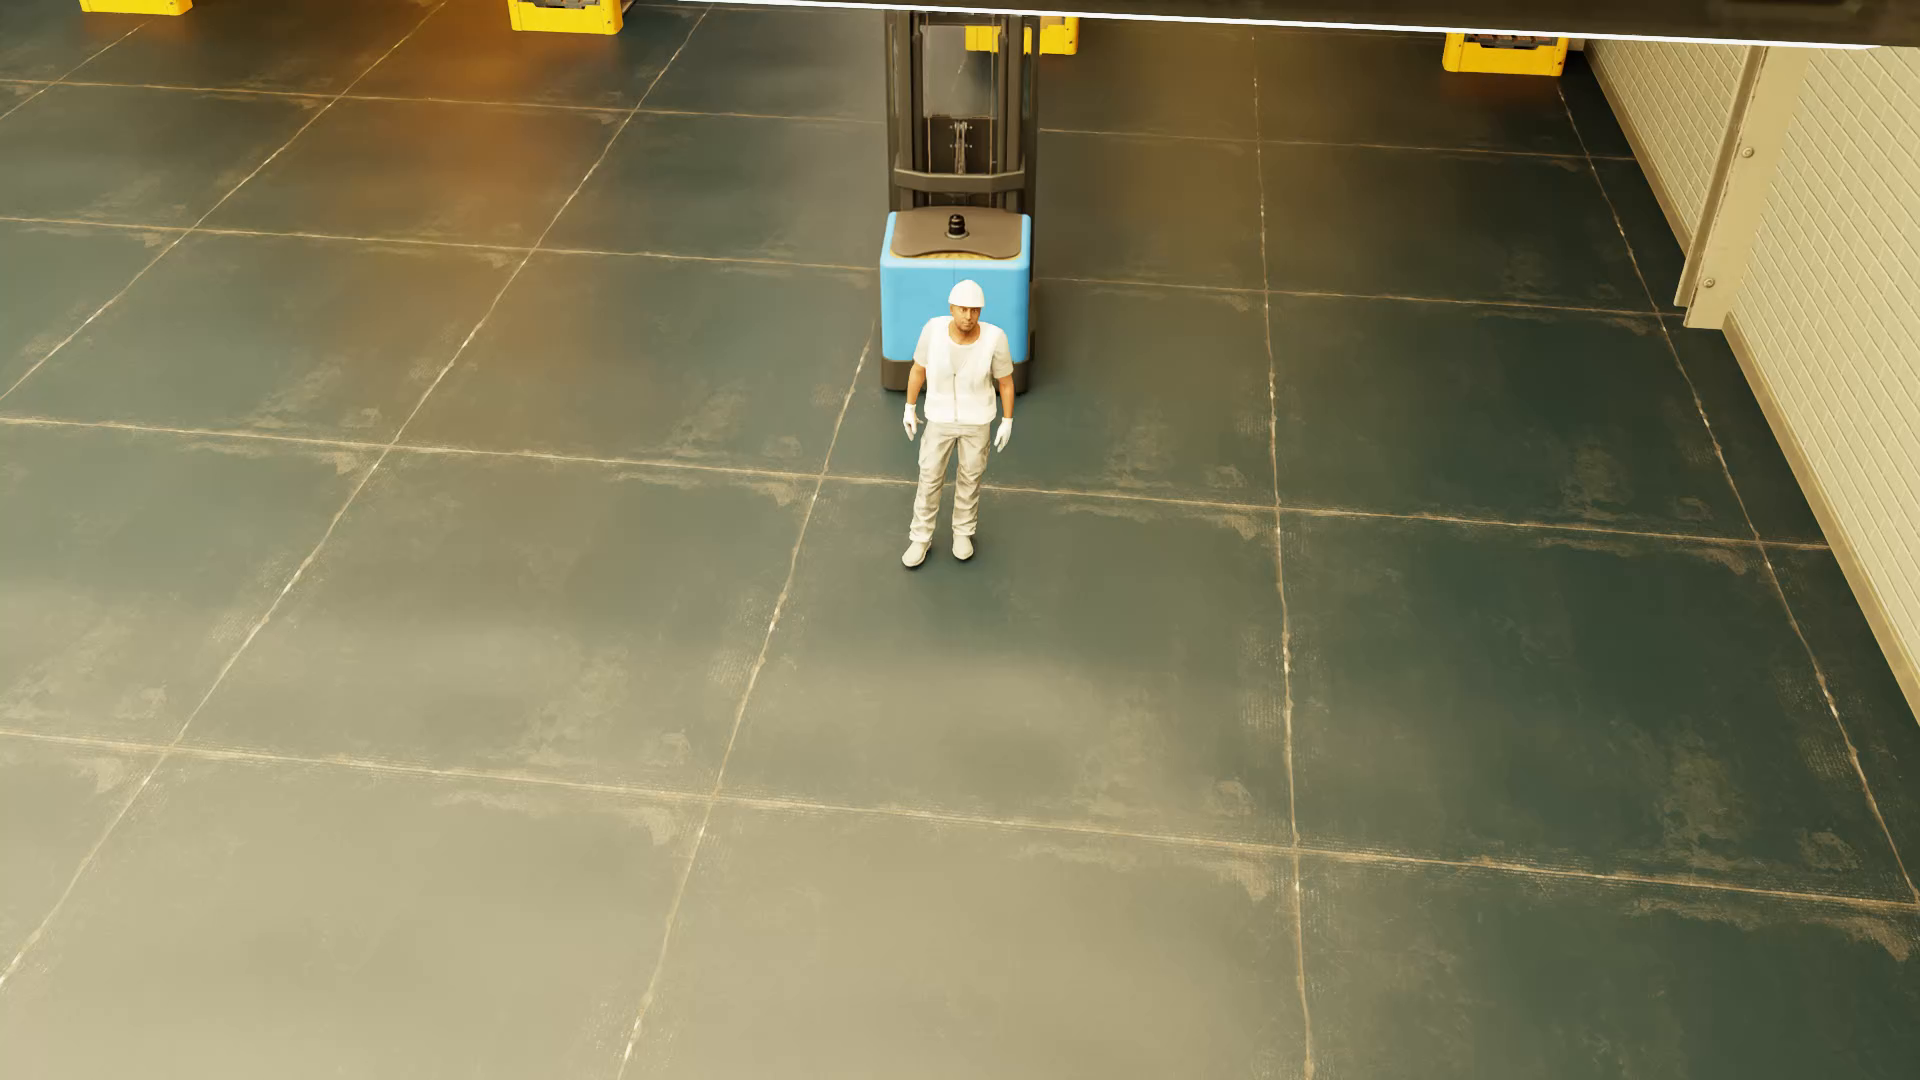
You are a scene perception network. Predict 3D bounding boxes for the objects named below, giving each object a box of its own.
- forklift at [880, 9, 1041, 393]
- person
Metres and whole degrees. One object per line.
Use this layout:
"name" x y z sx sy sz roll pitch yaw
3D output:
"forklift" 0.028 -3.073 12.199 1.130 2.935 3.031 2 36 2
"person" -0.017 -0.681 9.910 0.656 1.784 0.575 4 37 6
